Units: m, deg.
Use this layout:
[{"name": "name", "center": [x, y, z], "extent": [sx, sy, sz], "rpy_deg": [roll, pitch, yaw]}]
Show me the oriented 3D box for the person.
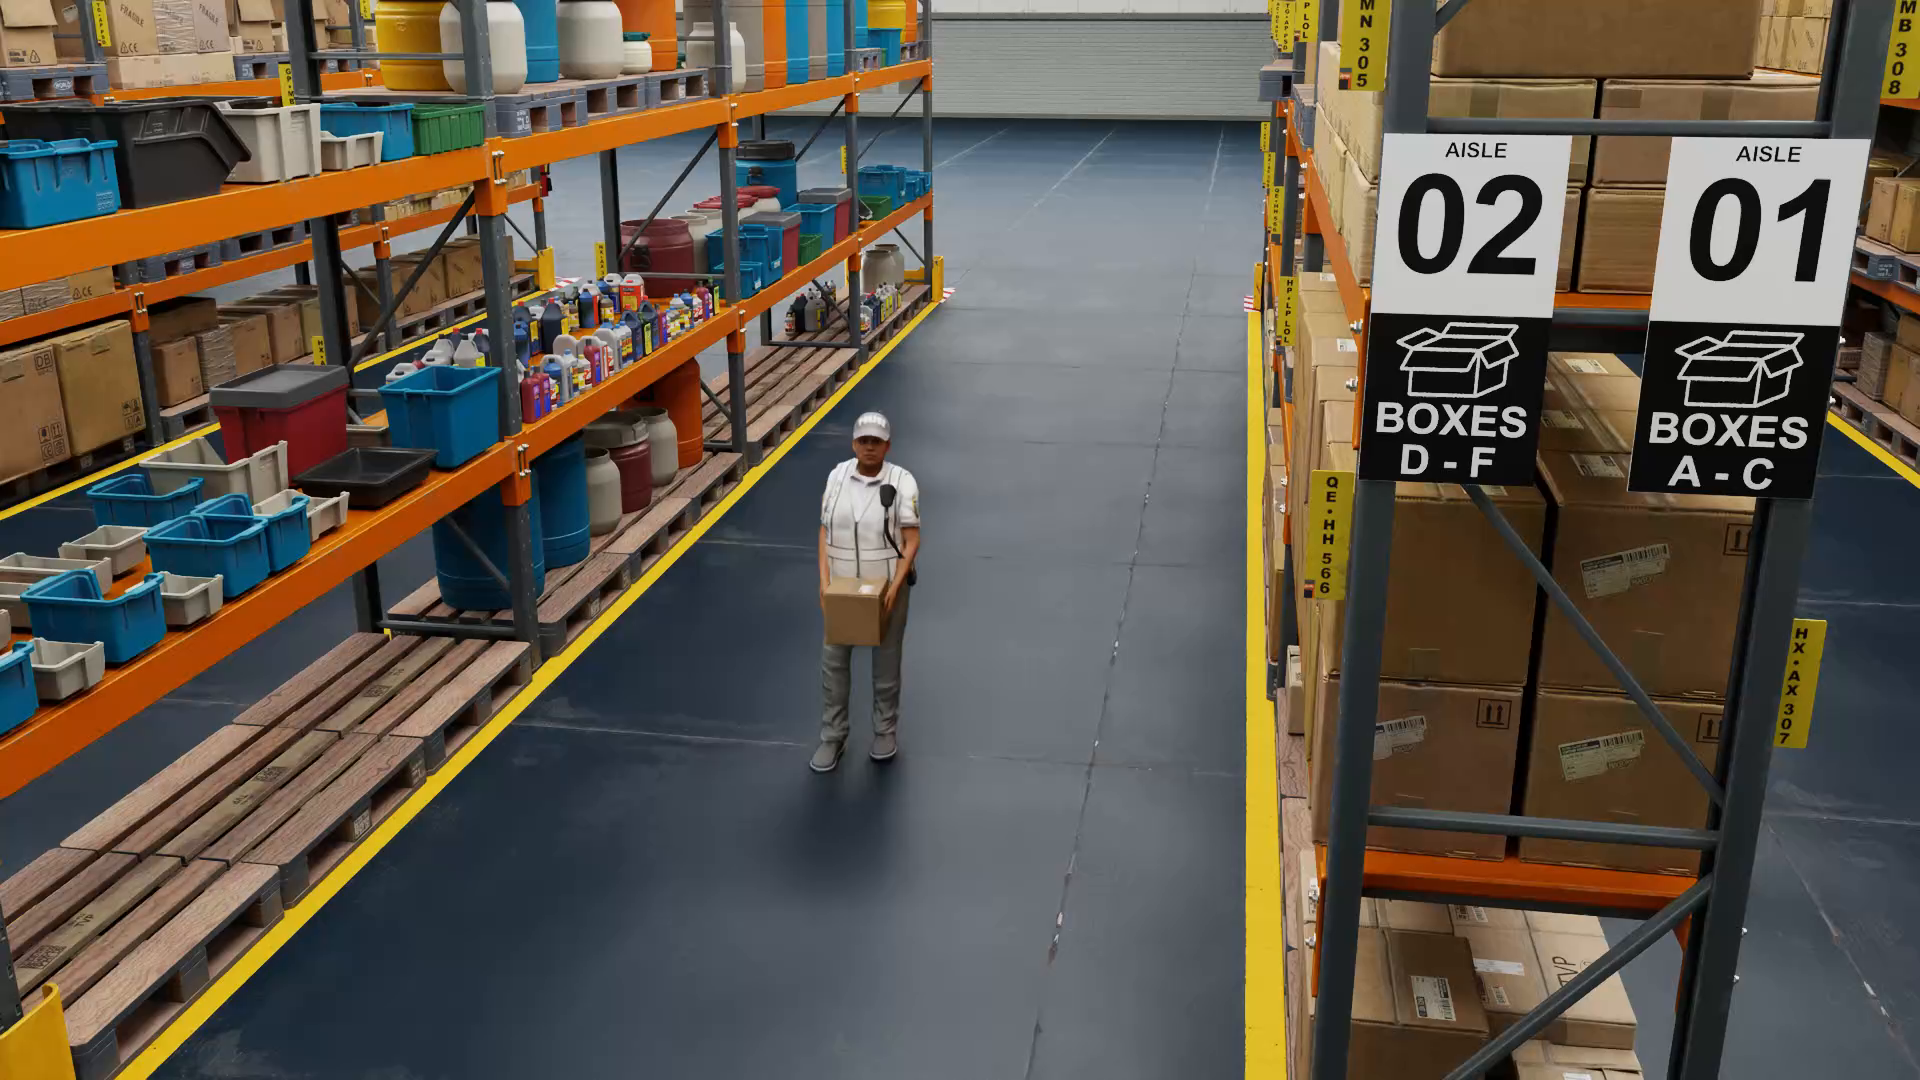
[{"name": "person", "center": [-0.438, 0.240, 7.787], "extent": [0.502, 1.671, 0.512], "rpy_deg": [3, 18, 8]}]
